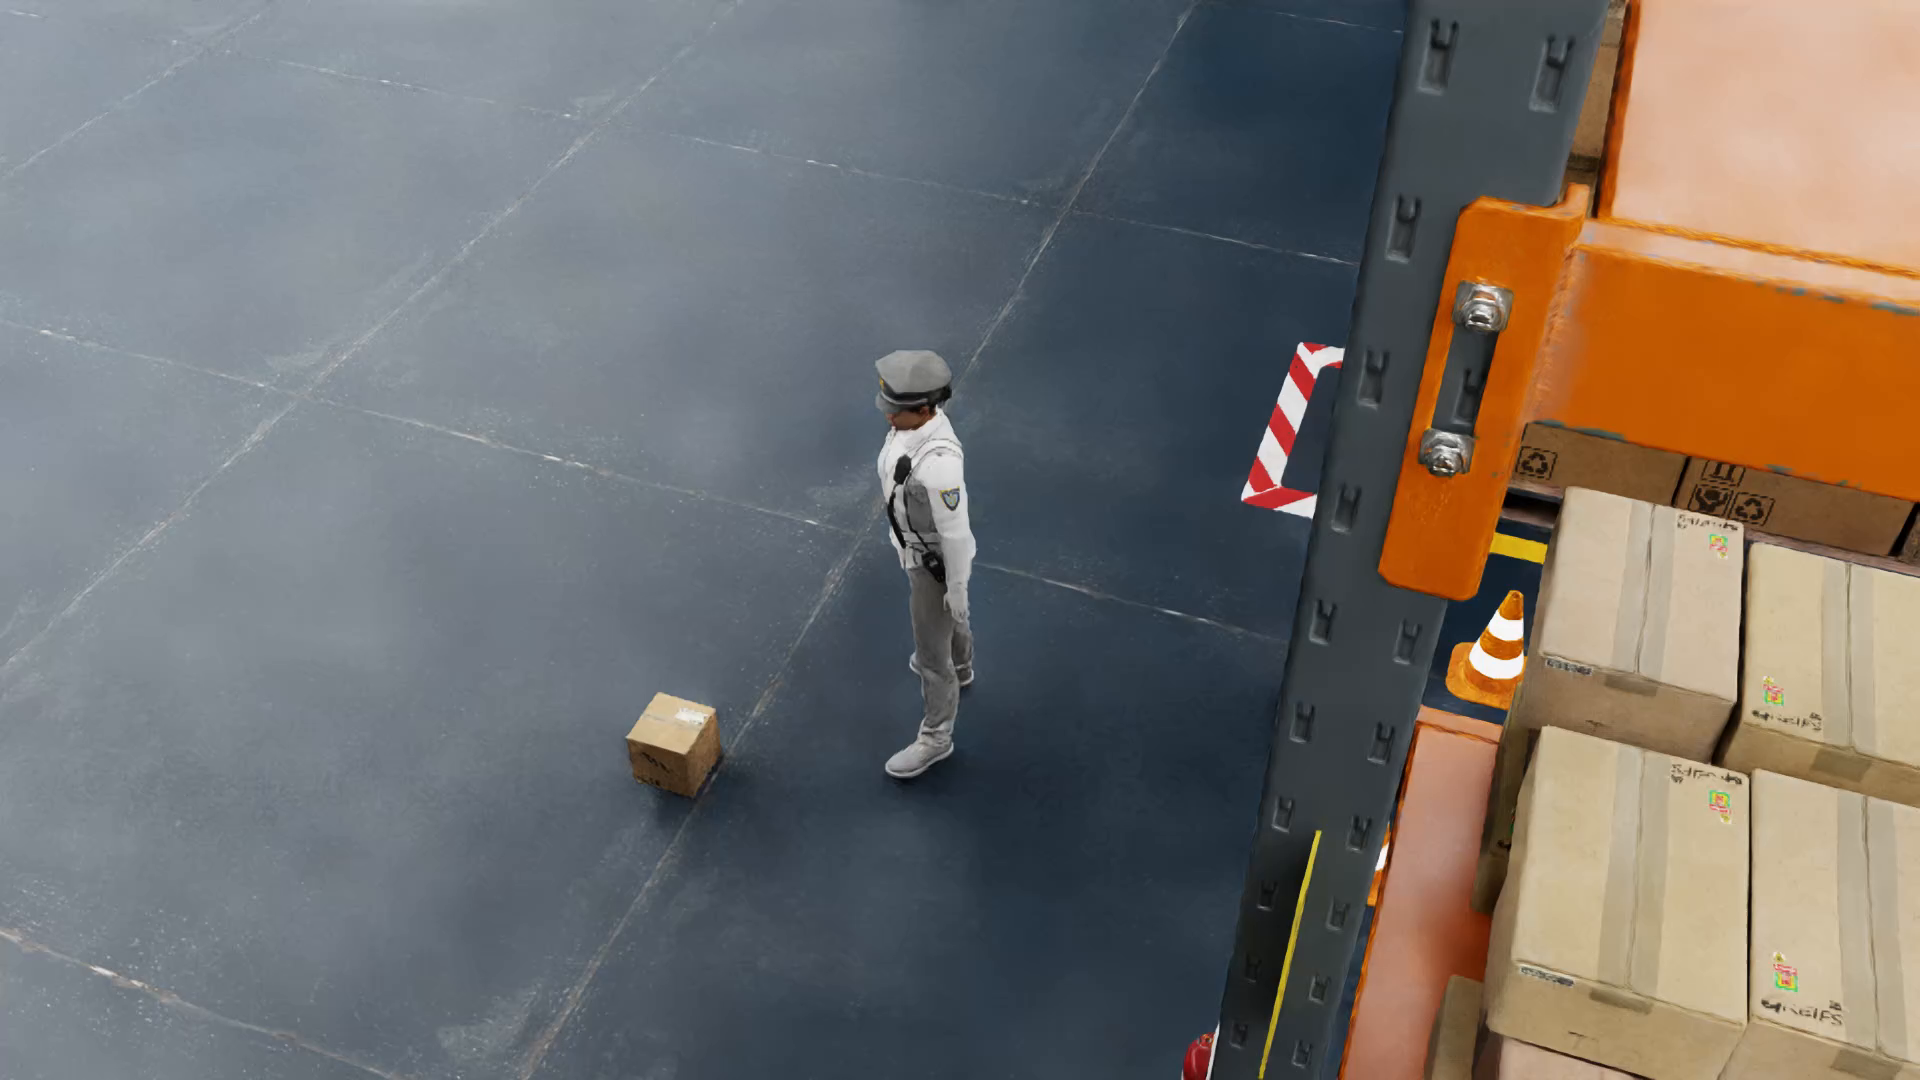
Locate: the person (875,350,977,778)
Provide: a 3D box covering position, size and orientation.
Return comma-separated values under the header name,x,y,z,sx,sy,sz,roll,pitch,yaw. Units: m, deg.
name,x,y,z,sx,sy,sz,roll,pitch,yaw
person,-0.130,0.071,6.046,0.462,1.667,0.631,-10,43,-11
